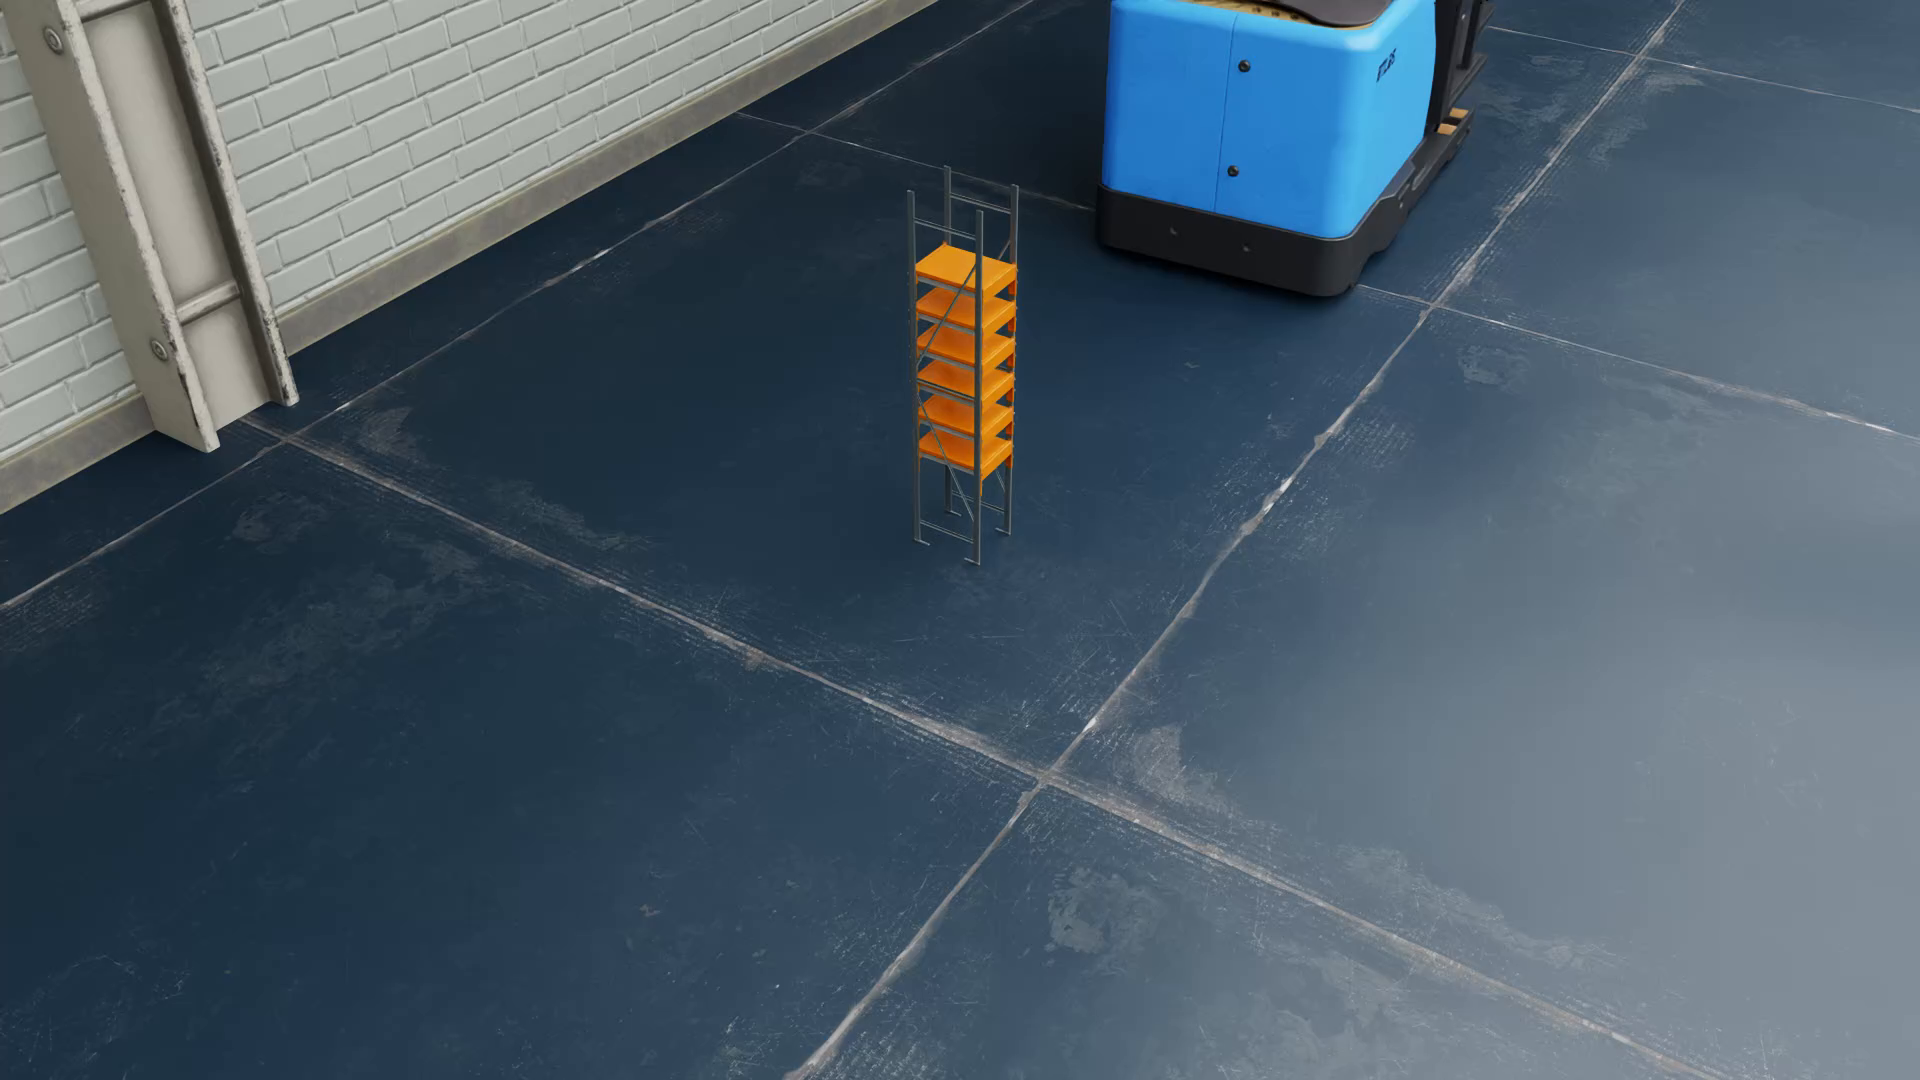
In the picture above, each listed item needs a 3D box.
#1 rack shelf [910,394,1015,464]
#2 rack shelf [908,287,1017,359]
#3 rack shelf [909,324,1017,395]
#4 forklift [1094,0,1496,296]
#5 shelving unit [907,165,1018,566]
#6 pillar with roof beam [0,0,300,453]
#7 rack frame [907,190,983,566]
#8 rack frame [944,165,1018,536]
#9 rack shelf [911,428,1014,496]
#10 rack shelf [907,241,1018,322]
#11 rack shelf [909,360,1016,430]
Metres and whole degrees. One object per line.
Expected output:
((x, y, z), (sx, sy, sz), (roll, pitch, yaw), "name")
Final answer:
((0.008, -0.352, 4.994), (0.258, 0.103, 0.180), (21, 42, 25), "rack shelf")
((0.008, -0.638, 4.774), (0.258, 0.103, 0.180), (21, 42, 25), "rack shelf")
((0.008, -0.543, 4.847), (0.258, 0.103, 0.180), (21, 42, 25), "rack shelf")
((1.686, -2.973, 6.706), (1.130, 2.935, 3.031), (18, 41, 22), "forklift")
((0.008, -0.483, 4.893), (0.258, 1.200, 0.189), (21, 42, 25), "shelving unit")
((1.062, -2.601, 1.254), (9.100, 9.000, 0.400), (21, 42, 25), "pillar with roof beam")
((-0.041, -0.435, 4.832), (0.240, 1.200, 0.006), (21, 42, 25), "rack frame")
((0.057, -0.530, 4.955), (0.240, 1.200, 0.006), (21, 42, 25), "rack frame")
((0.008, -0.257, 5.067), (0.258, 0.103, 0.180), (21, 42, 25), "rack shelf")
((0.008, -0.733, 4.701), (0.258, 0.103, 0.180), (21, 42, 25), "rack shelf")
((0.008, -0.447, 4.920), (0.258, 0.103, 0.180), (21, 42, 25), "rack shelf")
